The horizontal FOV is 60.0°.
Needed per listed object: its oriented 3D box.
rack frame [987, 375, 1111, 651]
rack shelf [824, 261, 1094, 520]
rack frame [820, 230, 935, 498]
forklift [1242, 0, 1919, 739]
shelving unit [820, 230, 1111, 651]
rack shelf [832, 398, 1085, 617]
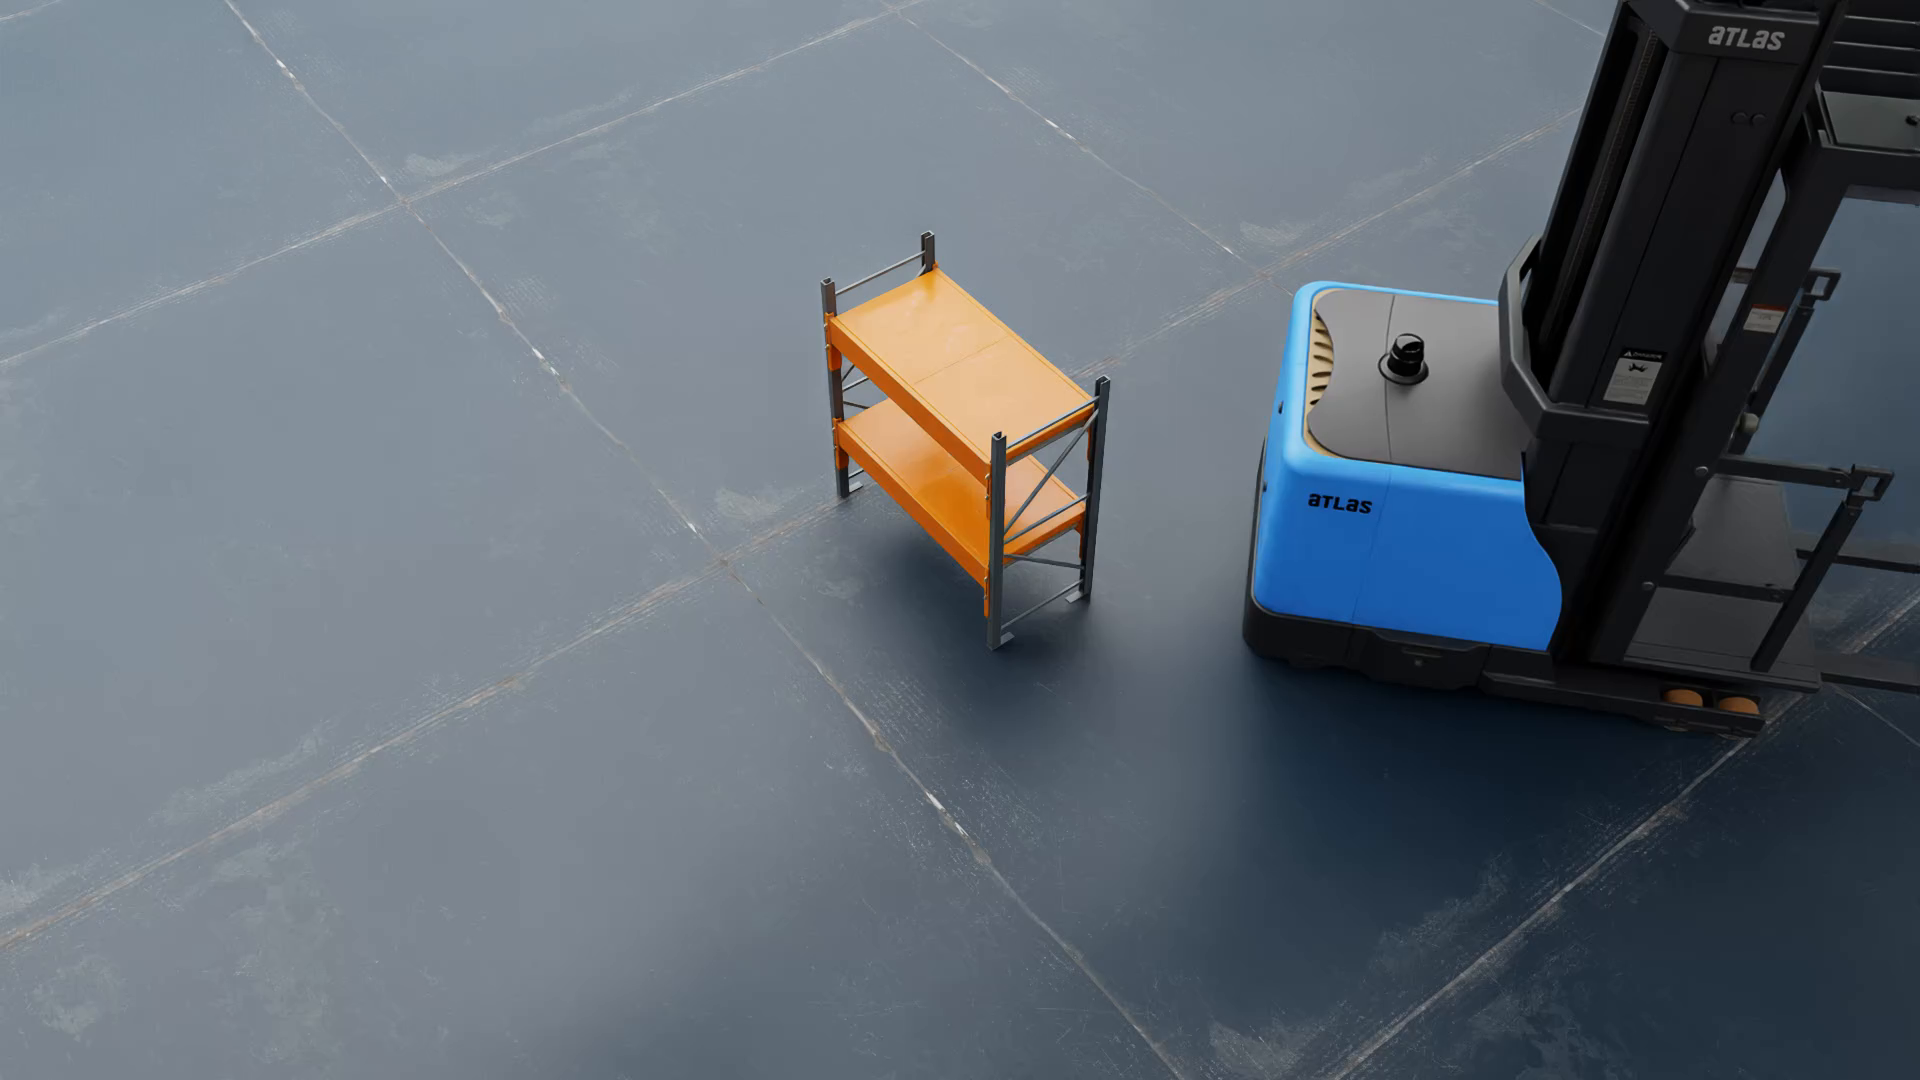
[{"bbox_3d":[0.312,-0.074,6.057,0.500,1.125,0.032,-29,54,-24],"label":"rack frame"},{"bbox_3d":[0.004,-0.570,6.112,0.538,0.278,1.000,-29,54,-24],"label":"rack shelf"},{"bbox_3d":[-0.304,-0.674,6.600,0.500,1.125,0.032,-29,54,-24],"label":"rack frame"},{"bbox_3d":[2.642,-0.687,5.393,3.031,2.935,1.130,8,48,7],"label":"forklift"},{"bbox_3d":[0.004,-0.374,6.328,0.538,1.125,1.048,-29,54,-24],"label":"shelving unit"},{"bbox_3d":[0.004,-0.210,6.510,0.538,0.278,1.000,-29,54,-24],"label":"rack shelf"}]
